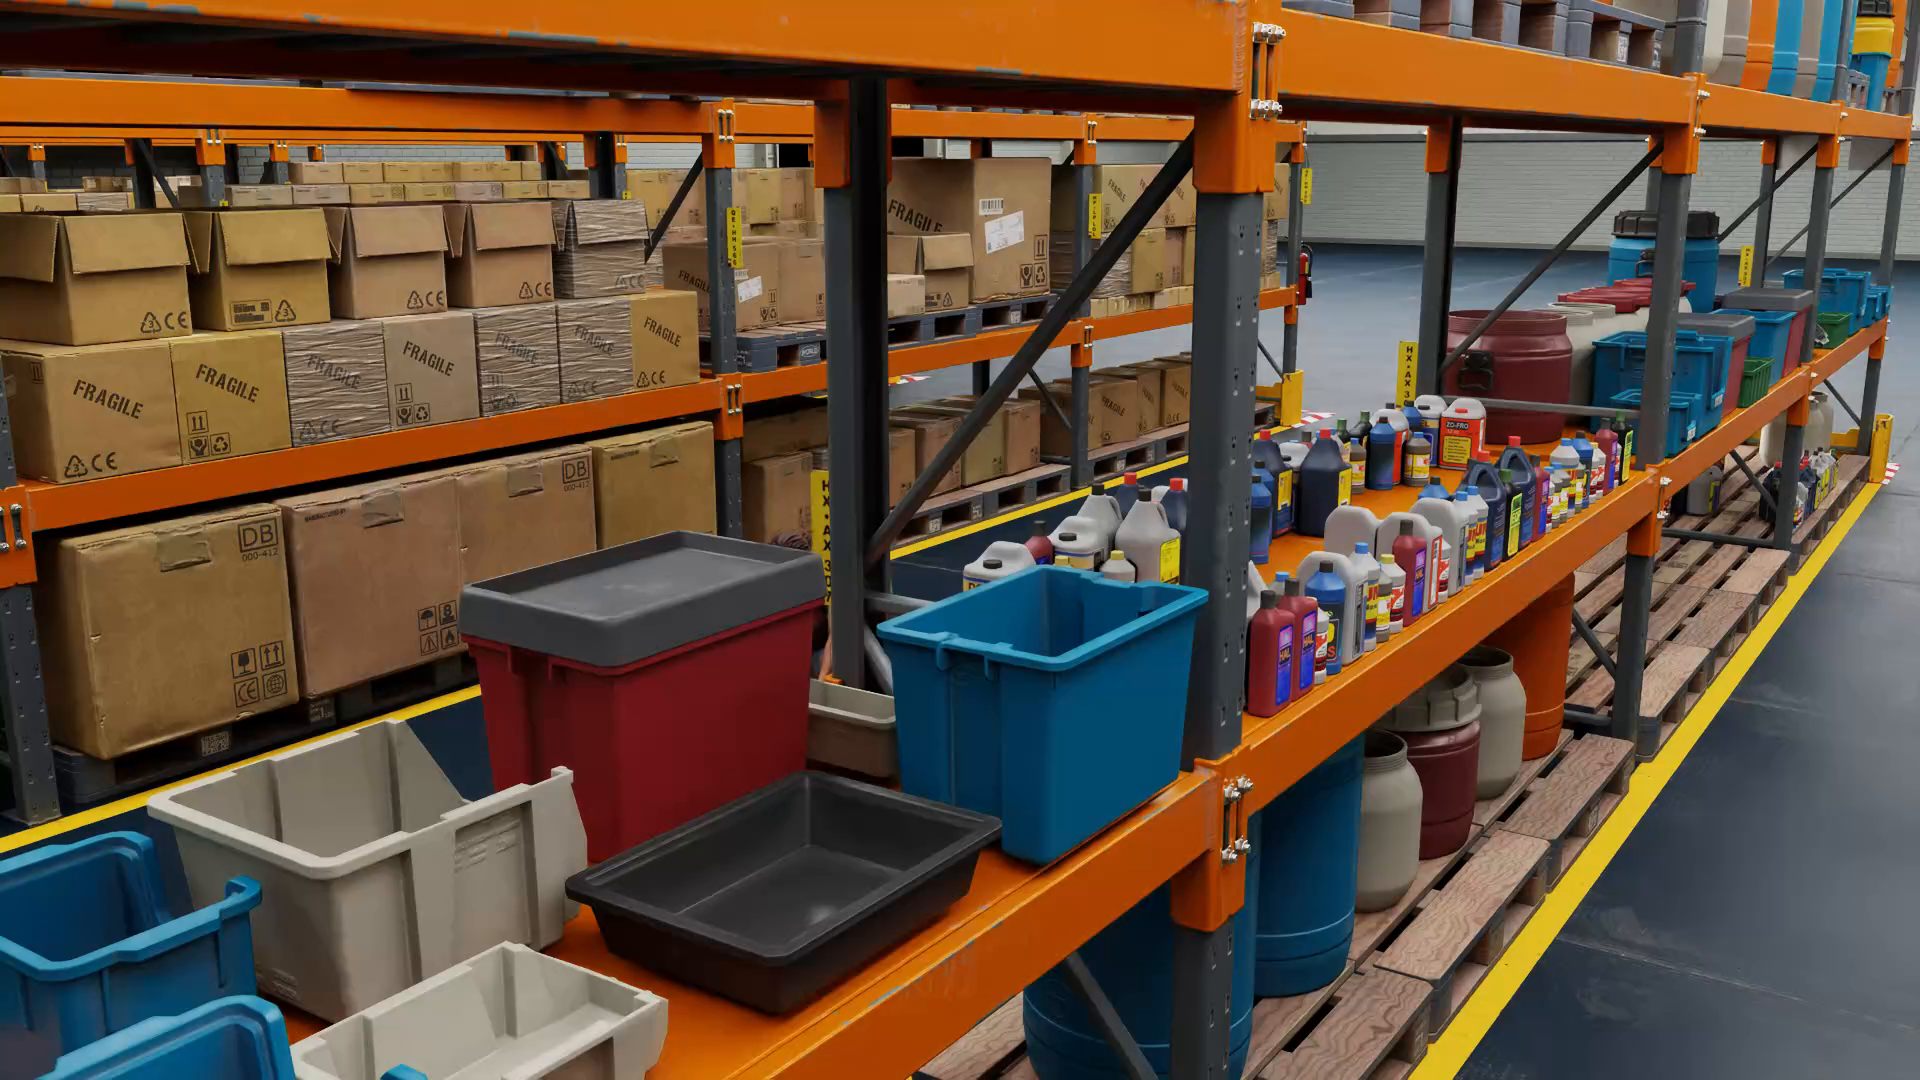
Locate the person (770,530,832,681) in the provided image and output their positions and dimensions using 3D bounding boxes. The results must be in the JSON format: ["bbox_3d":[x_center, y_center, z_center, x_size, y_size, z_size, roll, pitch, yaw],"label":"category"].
[{"bbox_3d":[-0.597,0.390,7.327,0.496,0.991,0.775,9,16,33],"label":"person"}]
